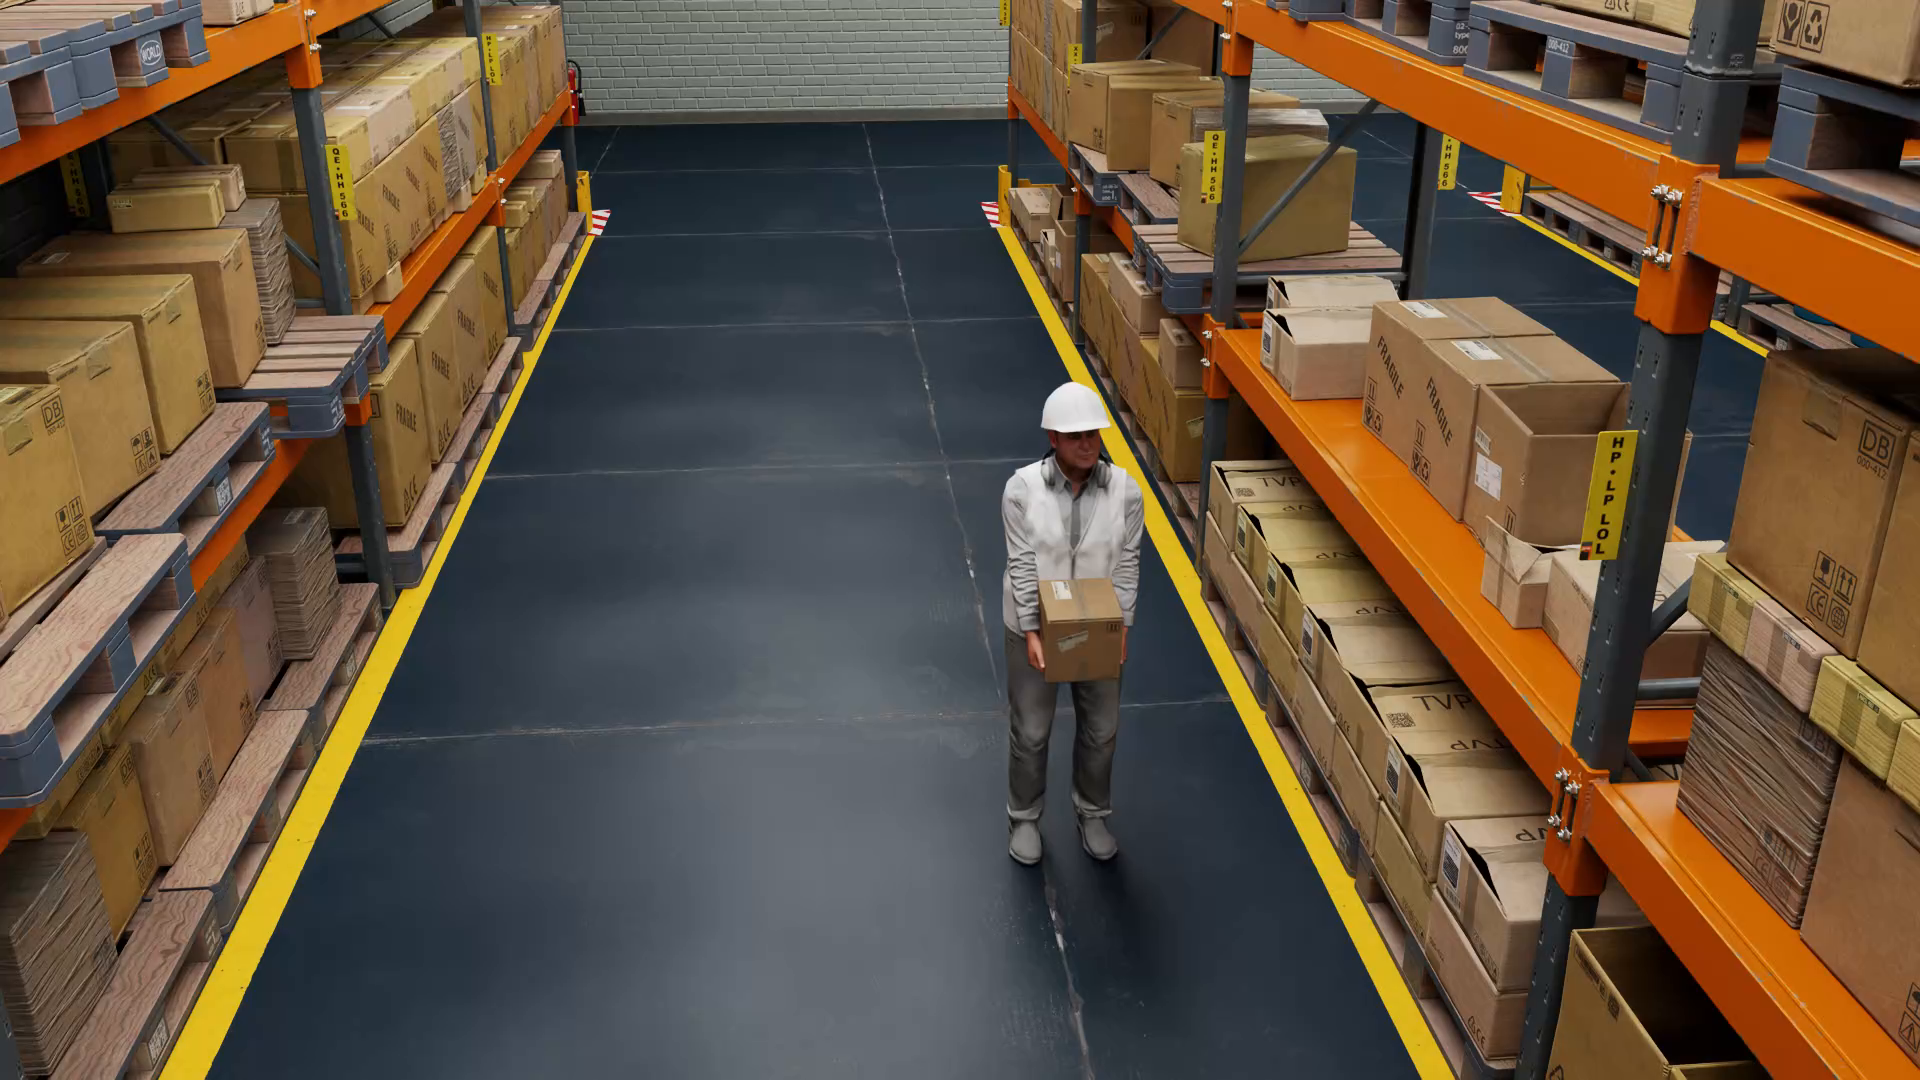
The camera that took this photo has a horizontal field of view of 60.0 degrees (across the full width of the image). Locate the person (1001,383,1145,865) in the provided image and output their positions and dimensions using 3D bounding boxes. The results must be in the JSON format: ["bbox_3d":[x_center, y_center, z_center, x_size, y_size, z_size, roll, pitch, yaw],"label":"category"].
[{"bbox_3d":[0.391,0.341,5.791,0.483,1.771,0.550,-2,24,-5],"label":"person"}]
